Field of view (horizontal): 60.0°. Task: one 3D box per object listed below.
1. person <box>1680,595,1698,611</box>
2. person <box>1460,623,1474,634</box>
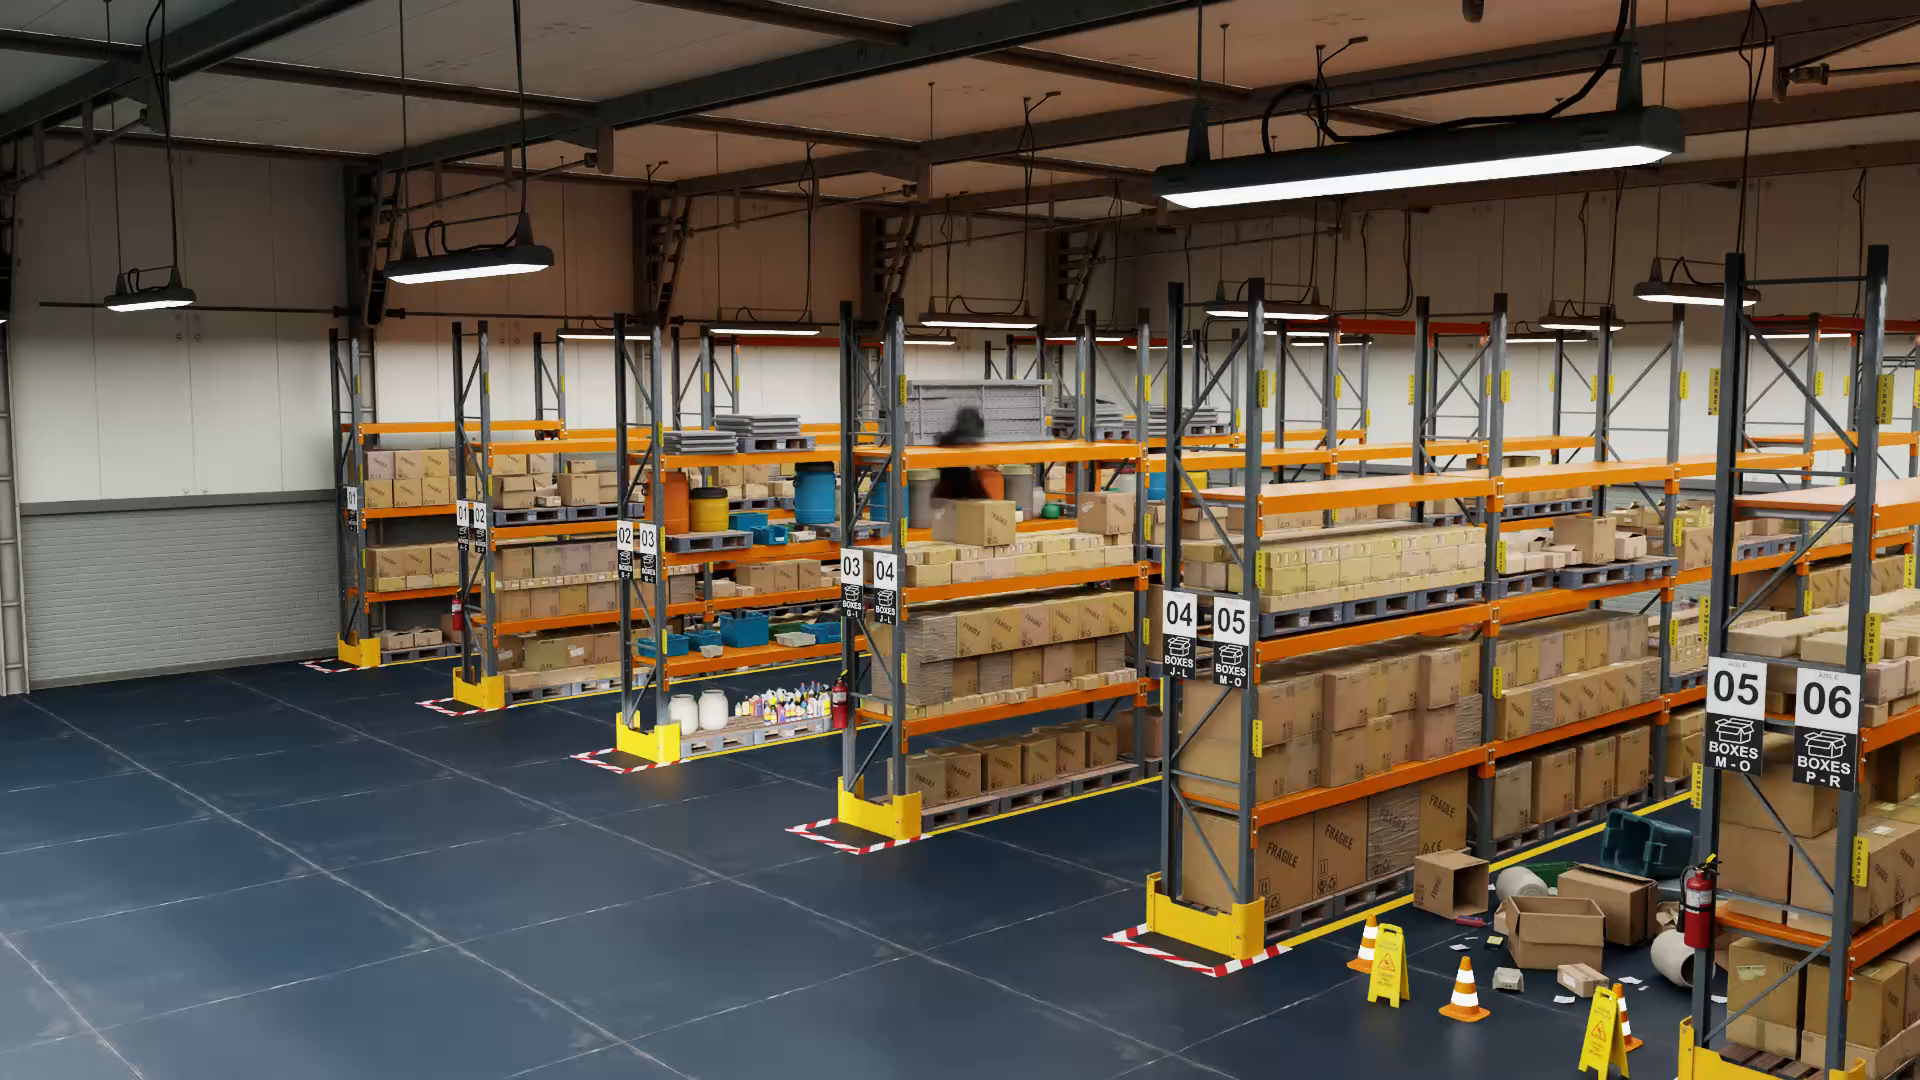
[{"bbox_3d":[11.259,1.759,25.637,0.929,1.844,0.672,-4,7,-35],"label":"person"},{"bbox_3d":[7.186,1.960,23.682,0.659,1.742,0.708,5,8,43],"label":"person"}]
